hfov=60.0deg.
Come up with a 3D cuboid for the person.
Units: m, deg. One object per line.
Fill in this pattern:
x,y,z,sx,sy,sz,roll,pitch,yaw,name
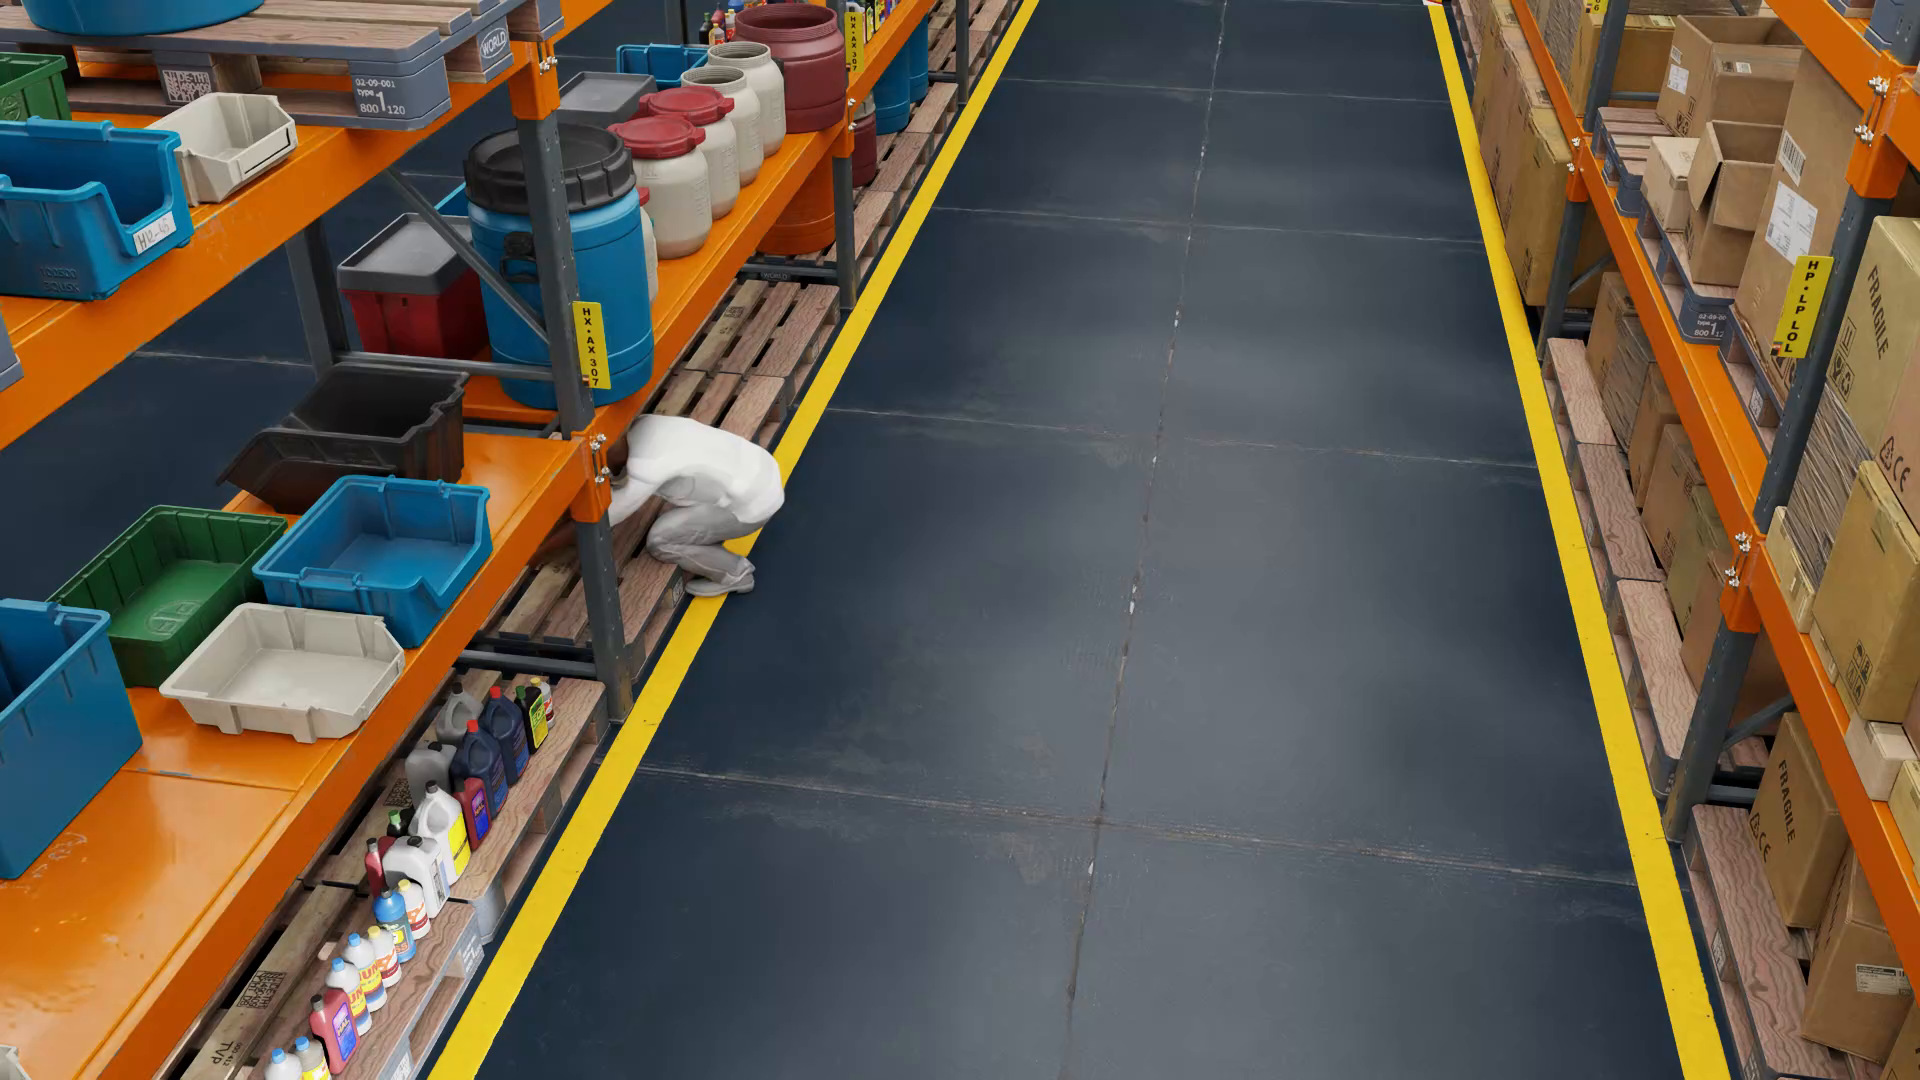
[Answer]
-1.368,-0.182,7.278,1.191,0.840,0.534,-3,32,-5,person
